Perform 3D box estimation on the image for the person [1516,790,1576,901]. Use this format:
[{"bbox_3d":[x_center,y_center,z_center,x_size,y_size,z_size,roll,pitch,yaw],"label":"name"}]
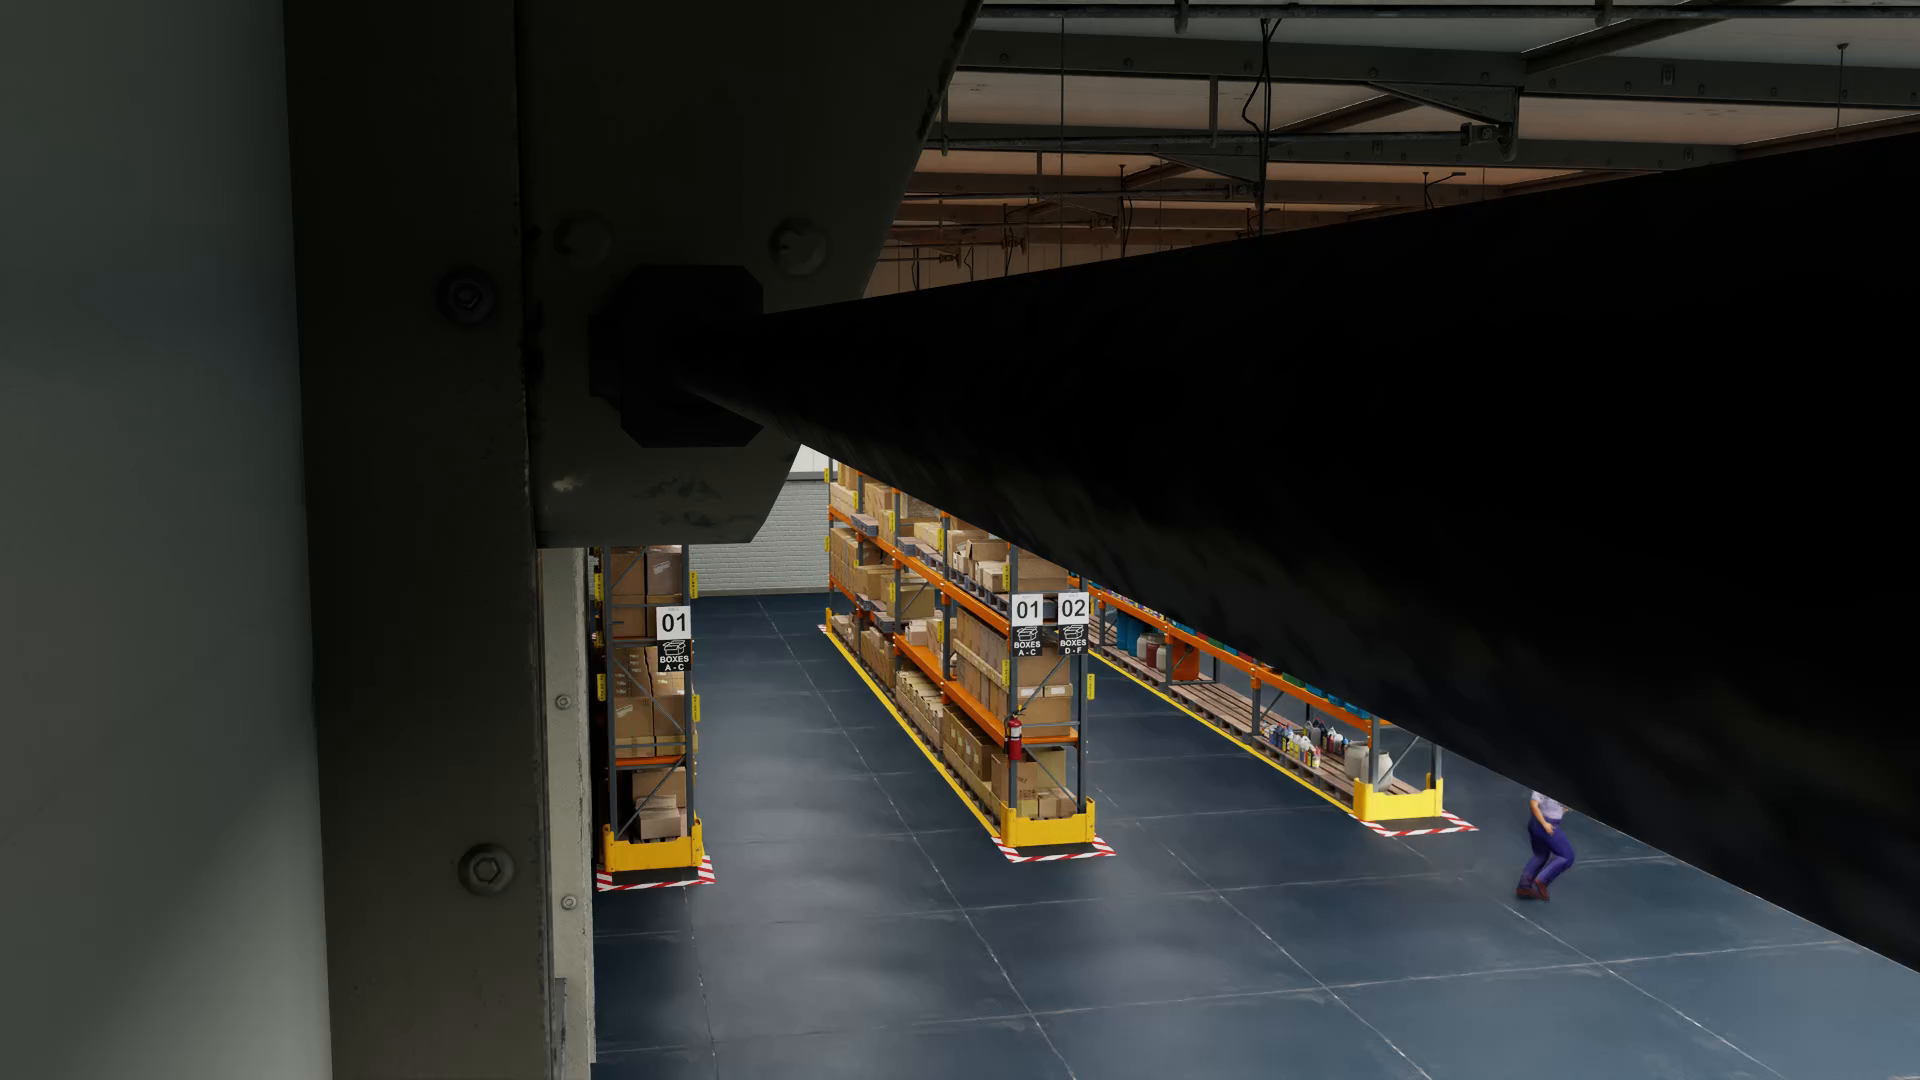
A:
[{"bbox_3d":[6.678,3.282,18.882,0.629,1.613,0.585,0,7,3],"label":"person"}]
